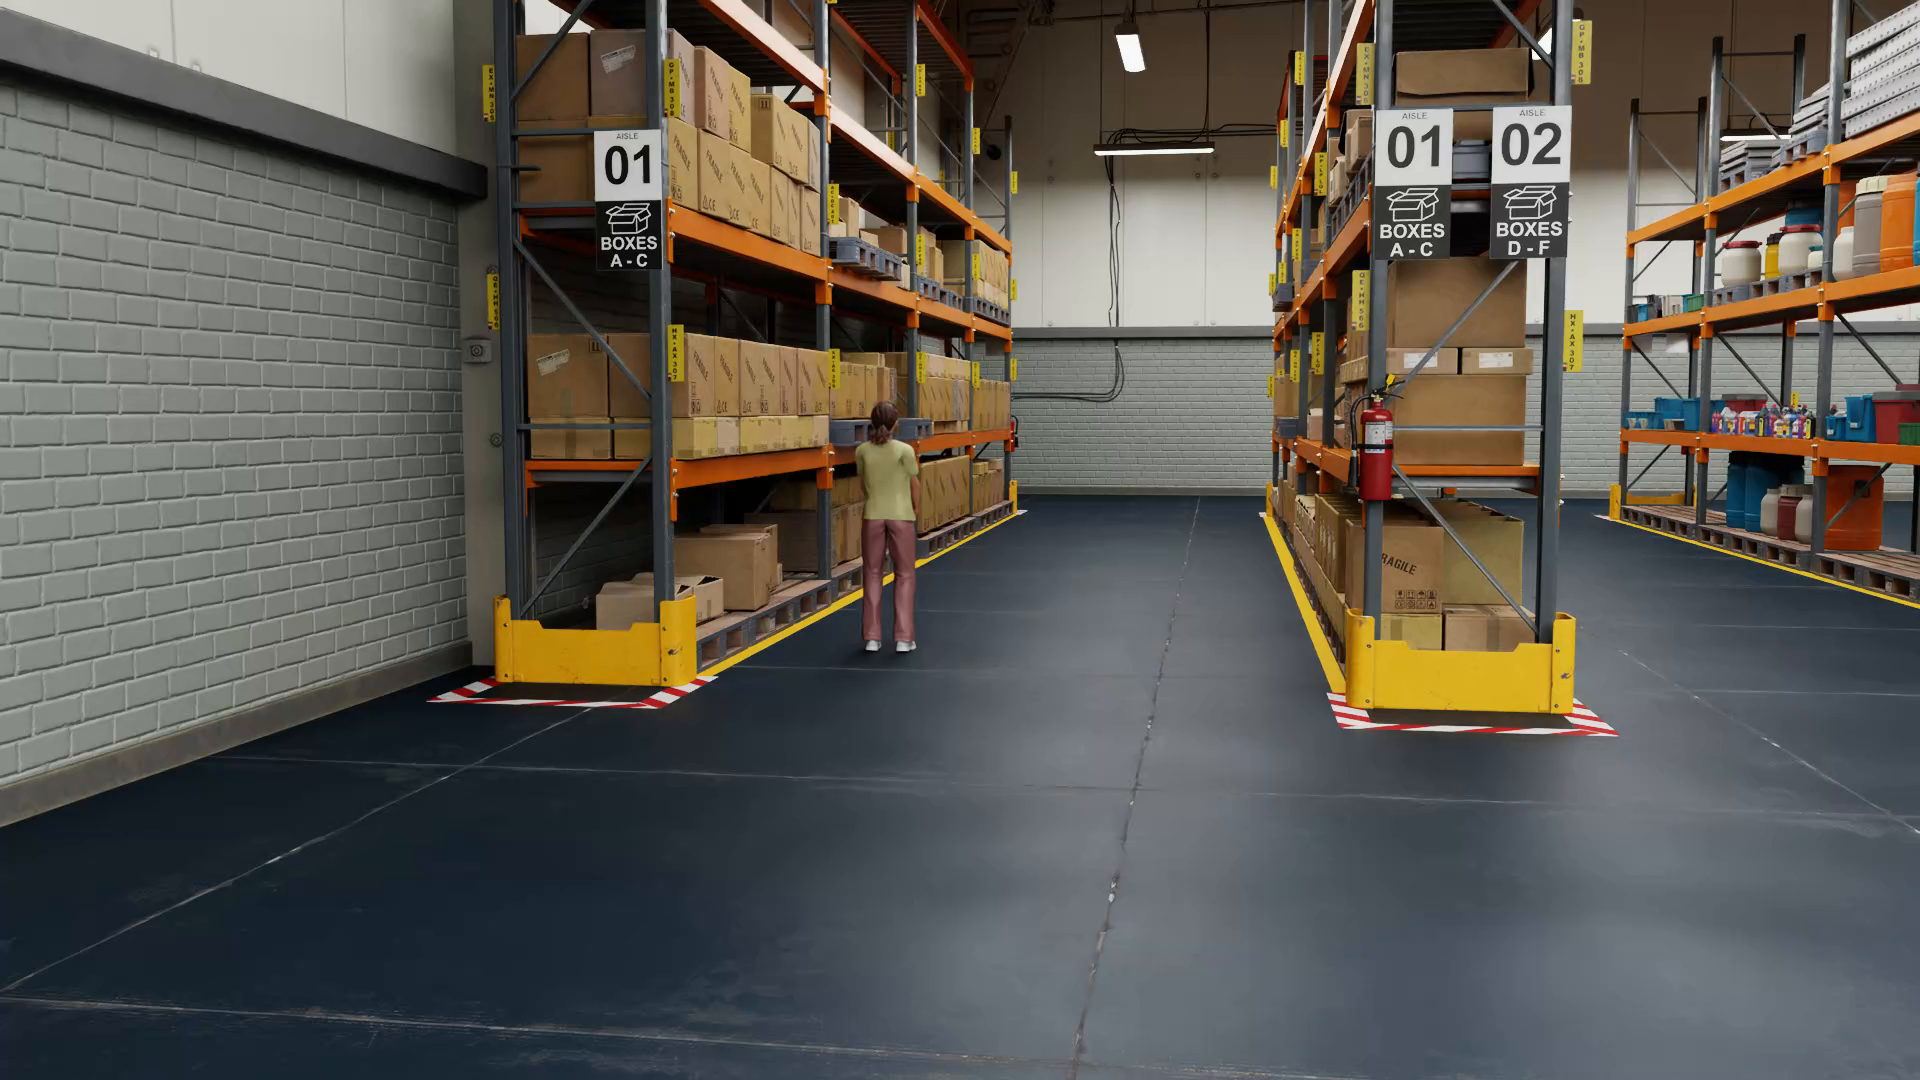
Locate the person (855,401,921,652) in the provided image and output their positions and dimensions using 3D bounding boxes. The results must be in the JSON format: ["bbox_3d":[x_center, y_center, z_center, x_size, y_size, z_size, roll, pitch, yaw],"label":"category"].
[{"bbox_3d":[-0.471,-0.096,11.136,0.424,1.667,0.551,1,5,9],"label":"person"}]
